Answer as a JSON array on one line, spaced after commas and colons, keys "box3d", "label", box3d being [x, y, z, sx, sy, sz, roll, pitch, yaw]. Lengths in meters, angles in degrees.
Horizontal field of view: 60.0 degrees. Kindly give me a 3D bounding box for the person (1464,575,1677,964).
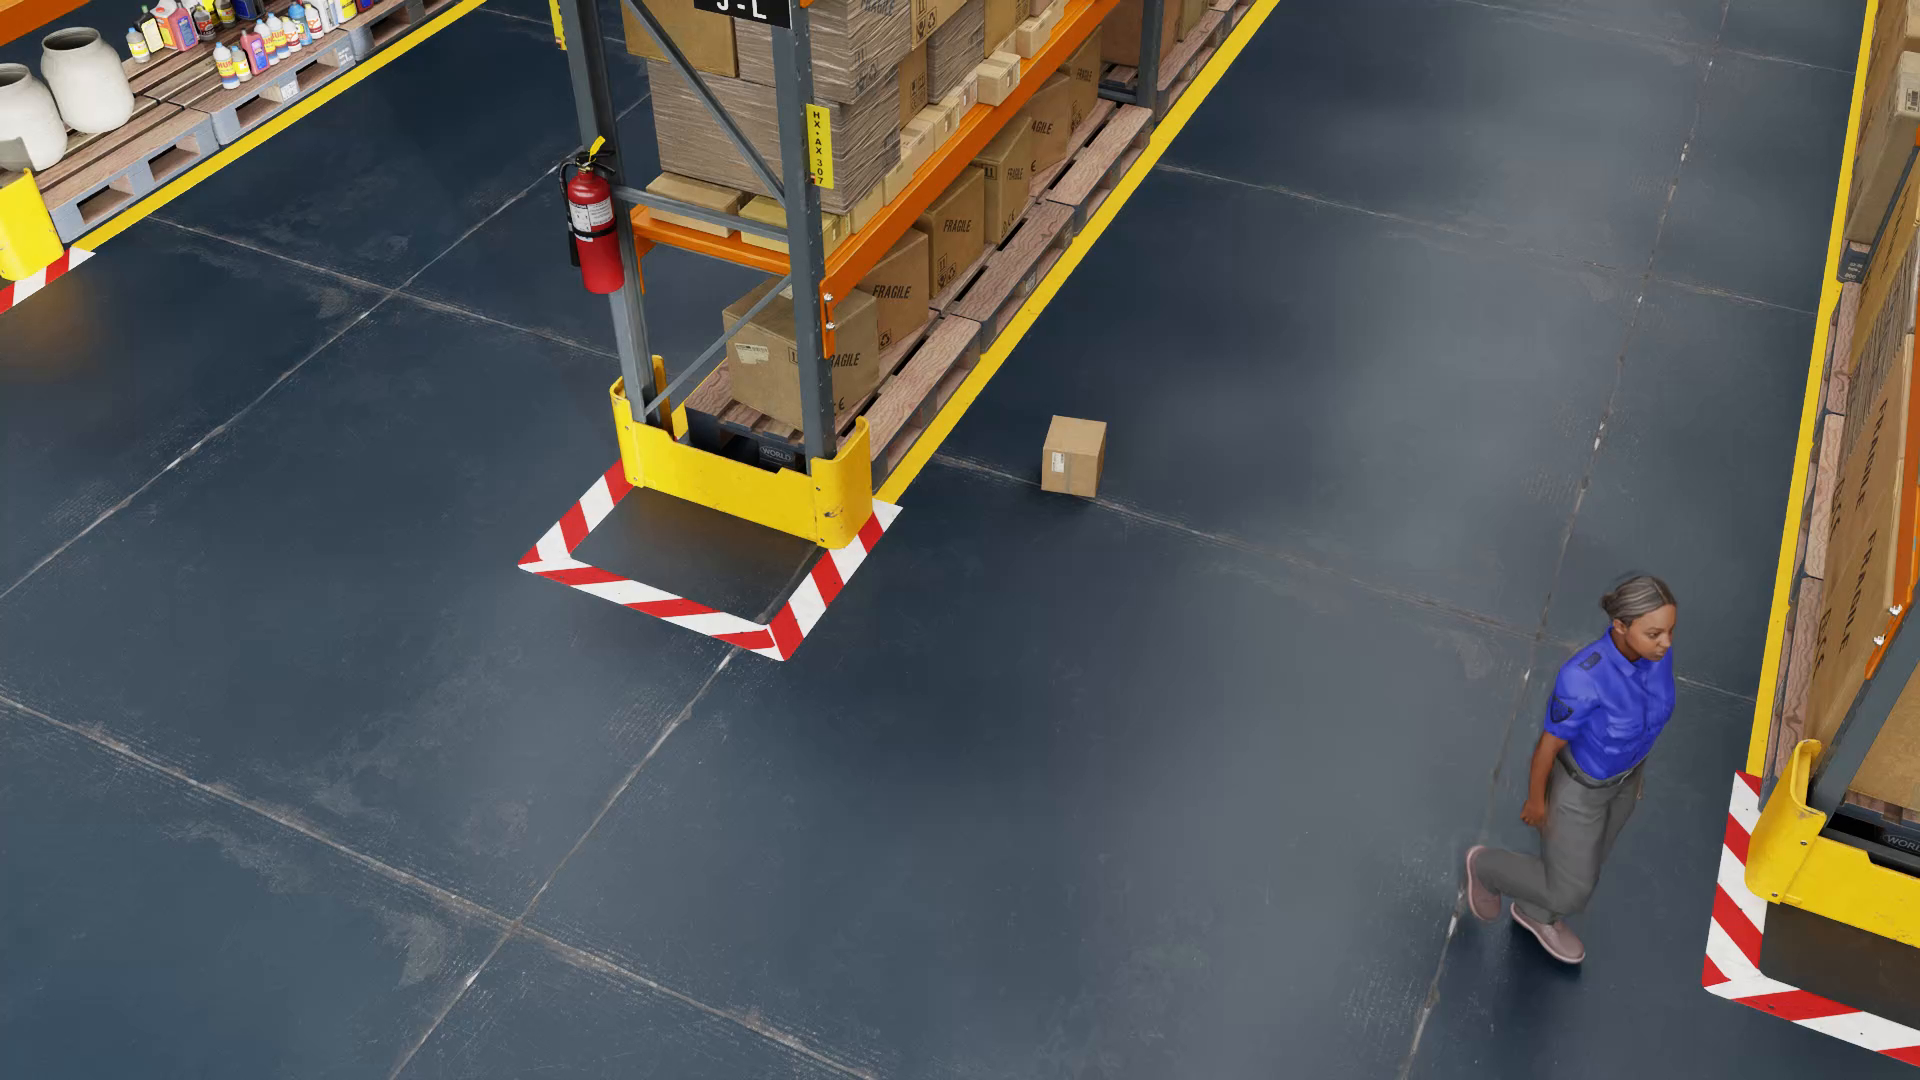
[{"box3d": [1.990, 0.751, 5.303, 0.453, 1.644, 0.475, -24, 47, -24], "label": "person"}]
